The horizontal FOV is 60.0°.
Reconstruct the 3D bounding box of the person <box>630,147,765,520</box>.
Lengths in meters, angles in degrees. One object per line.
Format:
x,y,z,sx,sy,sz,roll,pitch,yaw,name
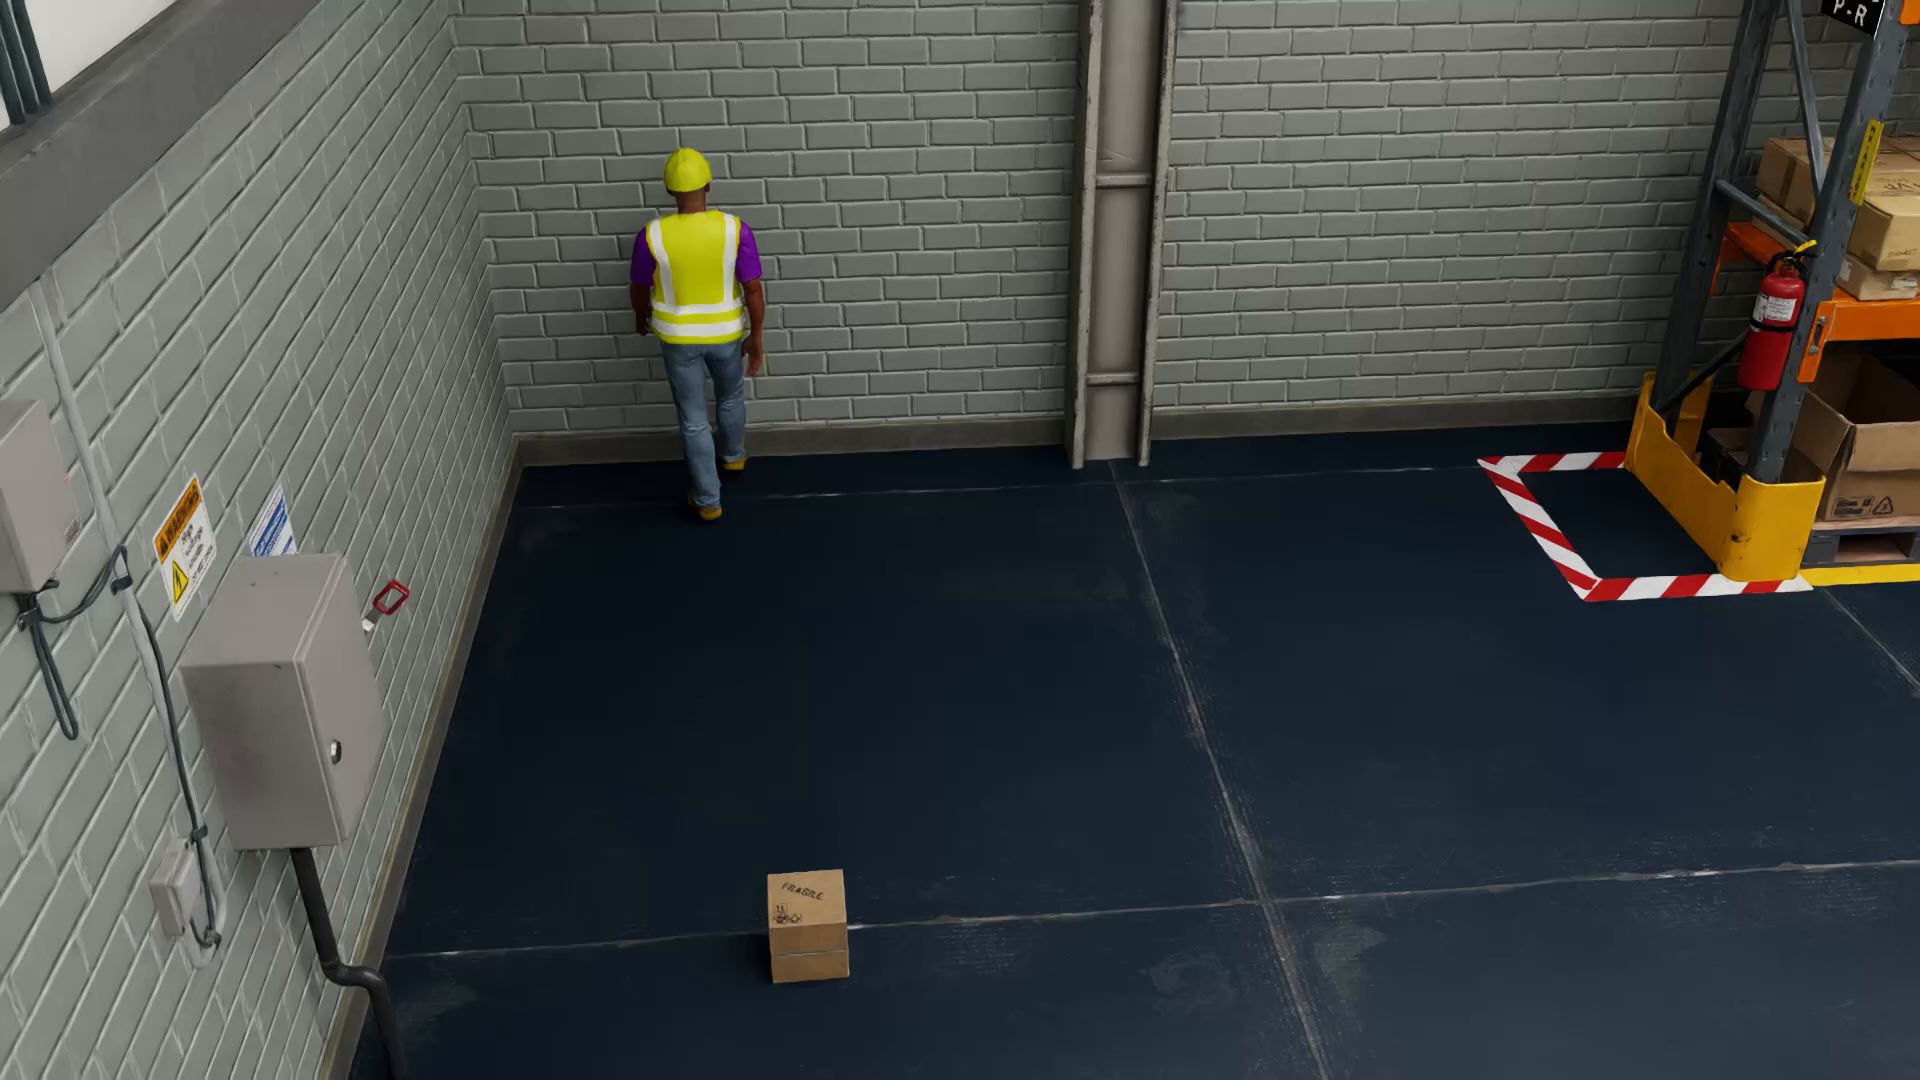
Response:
-1.235,-1.007,7.772,0.578,1.772,0.756,-9,32,-14,person
